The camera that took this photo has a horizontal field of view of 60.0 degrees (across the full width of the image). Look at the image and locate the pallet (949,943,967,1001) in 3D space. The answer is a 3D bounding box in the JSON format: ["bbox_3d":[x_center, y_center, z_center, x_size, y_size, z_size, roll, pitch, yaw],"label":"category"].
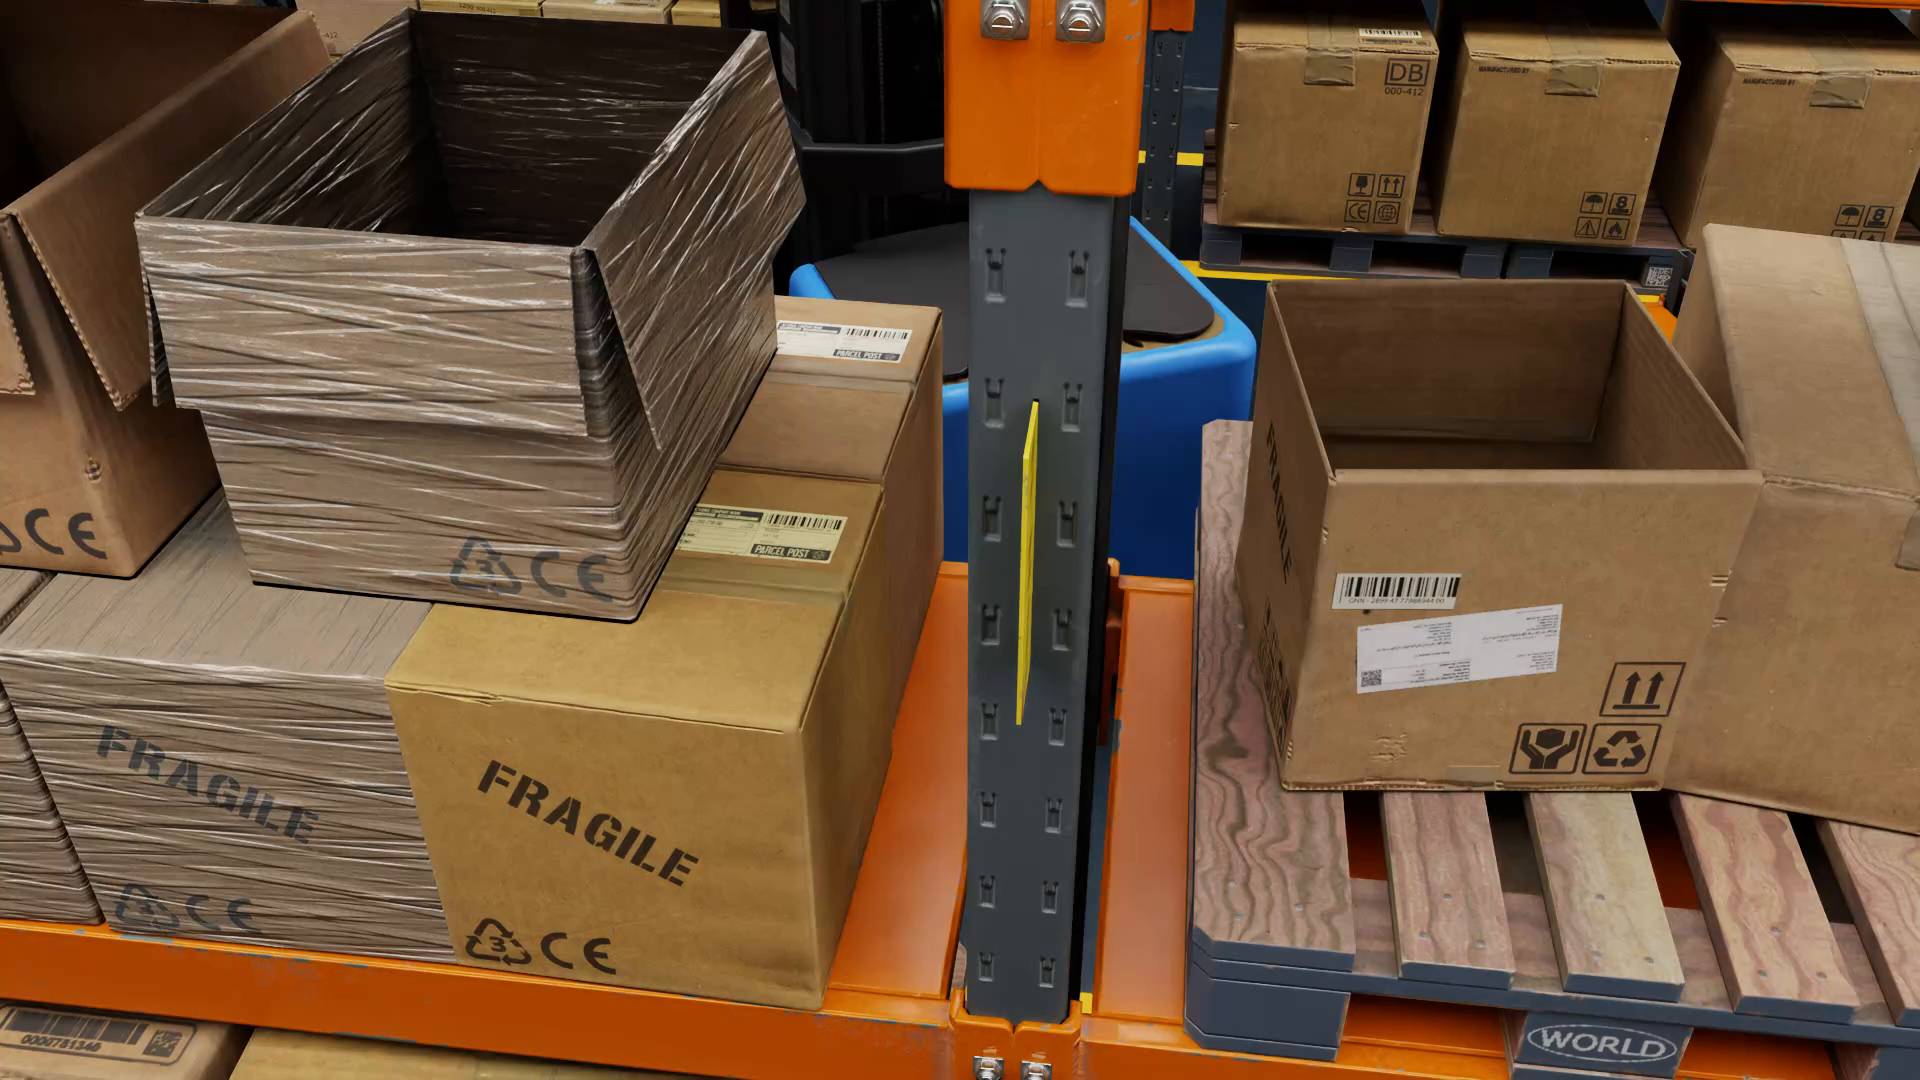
[{"bbox_3d":[-0.639,1.213,3.369,1.213,0.211,1.003,4,36,6],"label":"pallet"}]

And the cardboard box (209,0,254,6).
[{"bbox_3d":[-3.418,-2.364,7.561,0.250,0.149,0.380,6,36,8],"label":"cardboard box"}]

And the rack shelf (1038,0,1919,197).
[{"bbox_3d":[2.117,-0.600,1.546,4.000,0.370,1.077,4,36,6],"label":"rack shelf"}]

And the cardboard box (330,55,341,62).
[{"bbox_3d":[-2.403,-1.913,7.138,0.500,0.500,0.500,6,36,8],"label":"cardboard box"}]

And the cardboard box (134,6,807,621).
[{"bbox_3d":[-0.590,-0.333,2.185,0.637,0.503,0.797,5,36,8],"label":"cardboard box"}]

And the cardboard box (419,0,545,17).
[{"bbox_3d":[-1.874,-2.181,6.868,0.500,0.250,0.500,5,36,7],"label":"cardboard box"}]

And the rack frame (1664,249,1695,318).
[{"bbox_3d":[1.954,-0.166,4.514,0.032,1.125,0.500,-6,36,-9],"label":"rack frame"}]

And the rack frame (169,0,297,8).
[{"bbox_3d":[-3.102,-2.967,6.825,0.127,3.000,1.000,4,36,6],"label":"rack frame"}]

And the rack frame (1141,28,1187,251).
[{"bbox_3d":[0.865,-2.671,6.410,0.127,3.000,1.000,4,36,6],"label":"rack frame"}]

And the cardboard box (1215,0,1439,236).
[{"bbox_3d":[1.458,-1.829,6.806,0.750,0.750,1.050,4,36,5],"label":"cardboard box"}]

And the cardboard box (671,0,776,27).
[{"bbox_3d":[-0.851,-2.107,6.765,0.500,0.250,0.500,5,36,7],"label":"cardboard box"}]

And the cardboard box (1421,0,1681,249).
[{"bbox_3d":[2.325,-1.766,6.718,0.750,0.750,1.050,5,36,7],"label":"cardboard box"}]

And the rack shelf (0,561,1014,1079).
[{"bbox_3d":[-1.851,0.325,2.832,4.000,0.370,1.077,4,36,6],"label":"rack shelf"}]

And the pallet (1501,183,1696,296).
[{"bbox_3d":[2.844,-1.342,6.949,1.213,0.211,1.003,4,36,6],"label":"pallet"}]

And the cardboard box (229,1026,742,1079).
[{"bbox_3d":[-0.549,0.811,3.000,0.875,0.875,1.225,3,36,4],"label":"cardboard box"}]

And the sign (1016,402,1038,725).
[{"bbox_3d":[0.066,0.028,1.631,0.005,0.325,0.100,4,36,6],"label":"sign"}]

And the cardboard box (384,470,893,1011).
[{"bbox_3d":[-0.388,0.245,2.238,0.500,0.500,0.500,5,36,7],"label":"cardboard box"}]

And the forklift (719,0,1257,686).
[{"bbox_3d":[-0.208,-1.537,4.881,1.130,2.935,3.031,-12,37,-16],"label":"forklift"}]

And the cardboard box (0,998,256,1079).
[{"bbox_3d":[-1.432,0.740,3.098,0.875,0.875,1.225,4,36,6],"label":"cardboard box"}]

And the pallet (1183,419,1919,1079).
[{"bbox_3d":[0.854,0.249,2.484,1.003,0.211,1.213,4,36,6],"label":"pallet"}]

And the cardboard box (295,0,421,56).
[{"bbox_3d":[-2.403,-2.219,6.921,0.500,0.250,0.500,3,36,4],"label":"cardboard box"}]

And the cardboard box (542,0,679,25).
[{"bbox_3d":[-1.369,-2.140,6.811,0.500,0.250,0.500,6,36,8],"label":"cardboard box"}]

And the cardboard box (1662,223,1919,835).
[{"bbox_3d":[1.240,-0.031,2.264,0.500,0.500,0.700,9,37,13],"label":"cardboard box"}]

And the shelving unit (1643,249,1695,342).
[{"bbox_3d":[1.455,-0.110,4.436,1.048,1.125,0.538,-6,36,-9],"label":"shelving unit"}]

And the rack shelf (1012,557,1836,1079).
[{"bbox_3d":[2.117,0.620,2.418,4.000,0.370,1.077,4,36,6],"label":"rack shelf"}]

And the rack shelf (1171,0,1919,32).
[{"bbox_3d":[2.849,-2.230,6.412,4.000,0.370,1.077,4,36,6],"label":"rack shelf"}]

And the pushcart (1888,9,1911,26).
[{"bbox_3d":[5.122,-2.850,8.918,0.936,0.377,1.648,-7,36,-10],"label":"pushcart"}]

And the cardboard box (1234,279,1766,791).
[{"bbox_3d":[0.674,-0.015,2.241,0.500,0.500,0.500,0,36,0],"label":"cardboard box"}]

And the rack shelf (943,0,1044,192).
[{"bbox_3d":[-1.851,-0.896,1.961,4.000,0.370,1.077,4,36,6],"label":"rack shelf"}]

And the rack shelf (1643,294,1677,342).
[{"bbox_3d":[1.455,-0.348,4.266,1.000,0.278,0.538,-6,36,-9],"label":"rack shelf"}]

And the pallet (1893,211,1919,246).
[{"bbox_3d":[4.058,-1.253,6.825,1.213,0.211,1.003,4,36,6],"label":"pallet"}]

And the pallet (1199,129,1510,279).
[{"bbox_3d":[1.638,-1.434,7.078,1.213,0.211,1.003,4,36,6],"label":"pallet"}]

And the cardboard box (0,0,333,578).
[{"bbox_3d":[-1.236,-0.383,2.254,0.637,0.503,0.797,5,36,7],"label":"cardboard box"}]

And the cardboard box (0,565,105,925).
[{"bbox_3d":[-1.397,0.168,2.346,0.500,0.500,0.500,3,36,4],"label":"cardboard box"}]

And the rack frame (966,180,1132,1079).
[{"bbox_3d":[0.133,0.180,2.416,0.127,3.000,1.000,4,36,6],"label":"rack frame"}]

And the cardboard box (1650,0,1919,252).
[{"bbox_3d":[3.249,-1.698,6.622,0.750,0.750,1.050,4,36,6],"label":"cardboard box"}]

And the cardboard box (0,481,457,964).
[{"bbox_3d":[-0.882,0.205,2.295,0.500,0.500,0.500,4,36,6],"label":"cardboard box"}]

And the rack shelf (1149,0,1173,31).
[{"bbox_3d":[-1.119,-2.526,6.826,4.000,0.370,1.077,4,36,6],"label":"rack shelf"}]

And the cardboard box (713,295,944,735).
[{"bbox_3d":[-0.314,-0.054,2.657,0.500,0.500,0.500,5,36,7],"label":"cardboard box"}]

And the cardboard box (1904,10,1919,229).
[{"bbox_3d":[4.205,-1.624,6.519,0.750,0.750,1.050,4,36,6],"label":"cardboard box"}]
